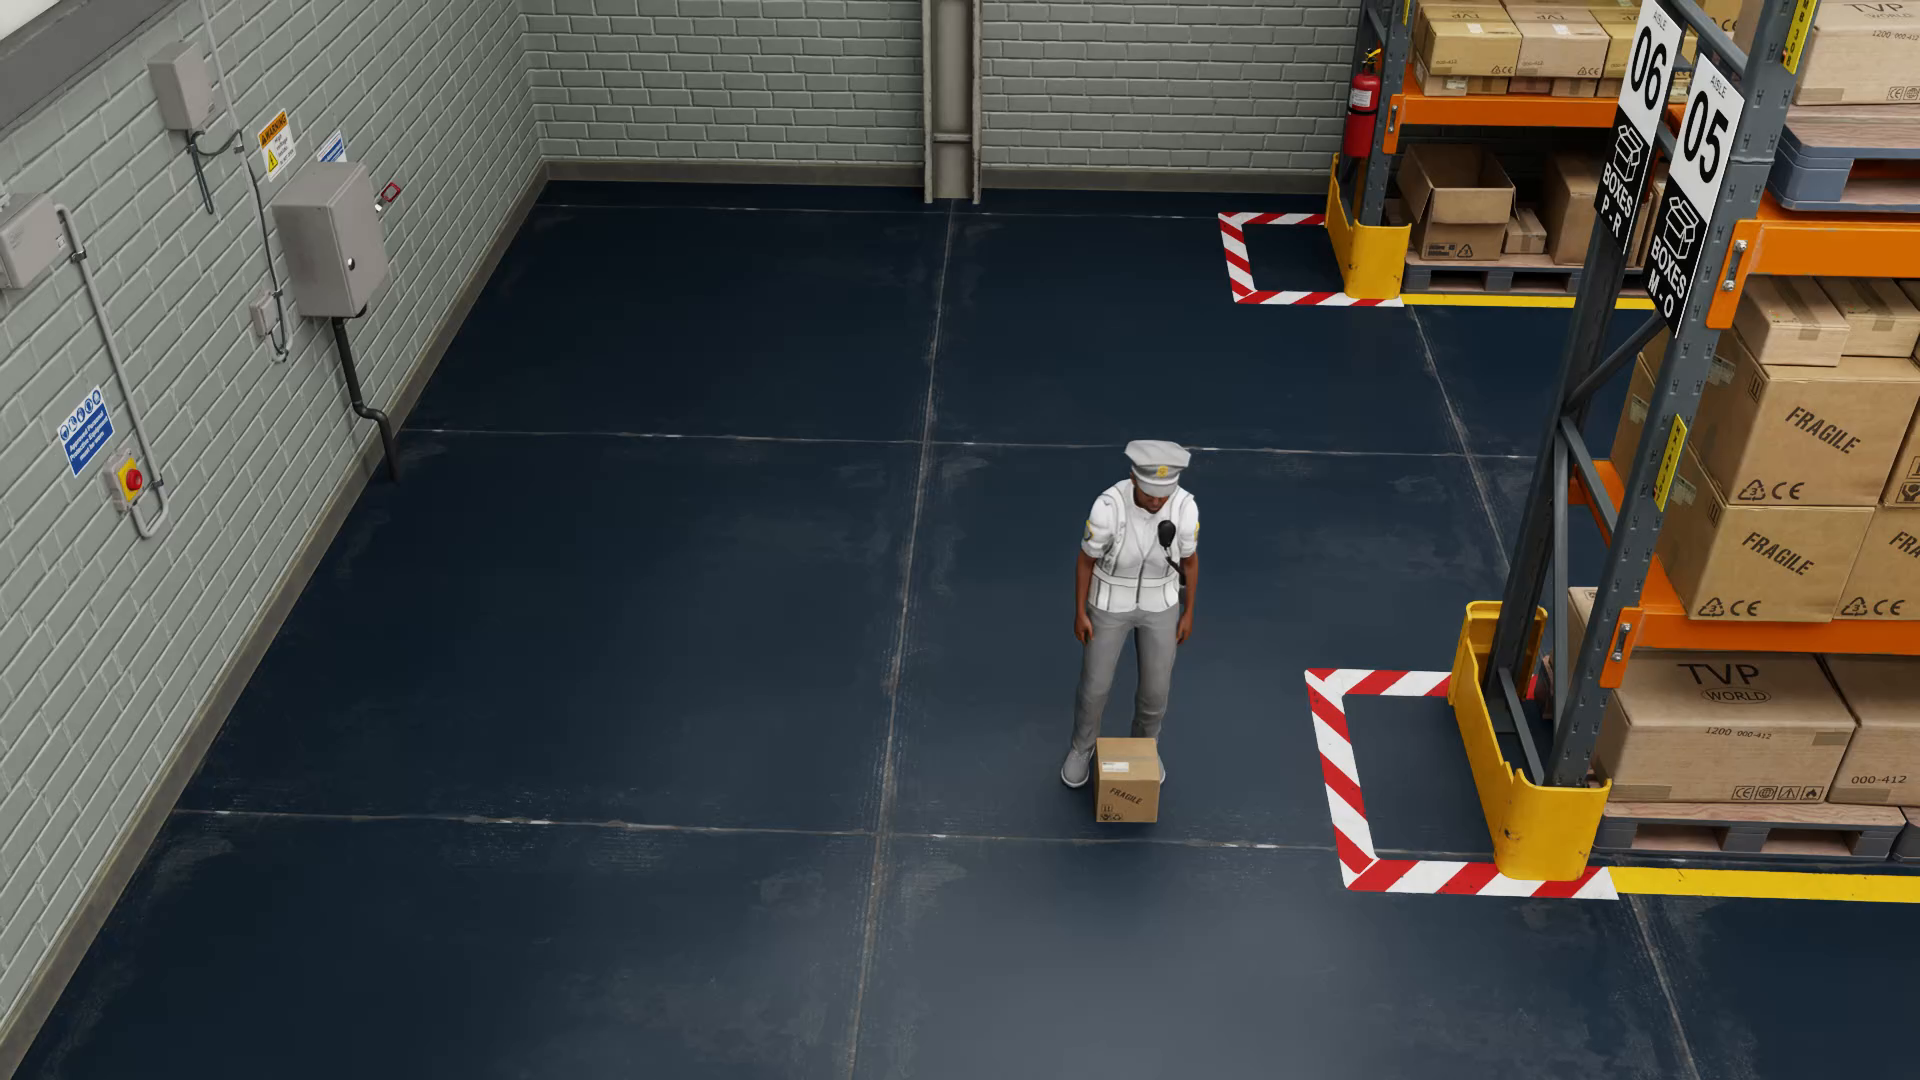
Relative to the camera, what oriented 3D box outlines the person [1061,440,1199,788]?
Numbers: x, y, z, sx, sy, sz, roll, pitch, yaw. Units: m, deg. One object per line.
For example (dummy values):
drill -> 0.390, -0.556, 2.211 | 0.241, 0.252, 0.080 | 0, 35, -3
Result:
person -> 0.693, 0.291, 6.714 | 0.522, 1.658, 0.395 | -1, 36, -1
